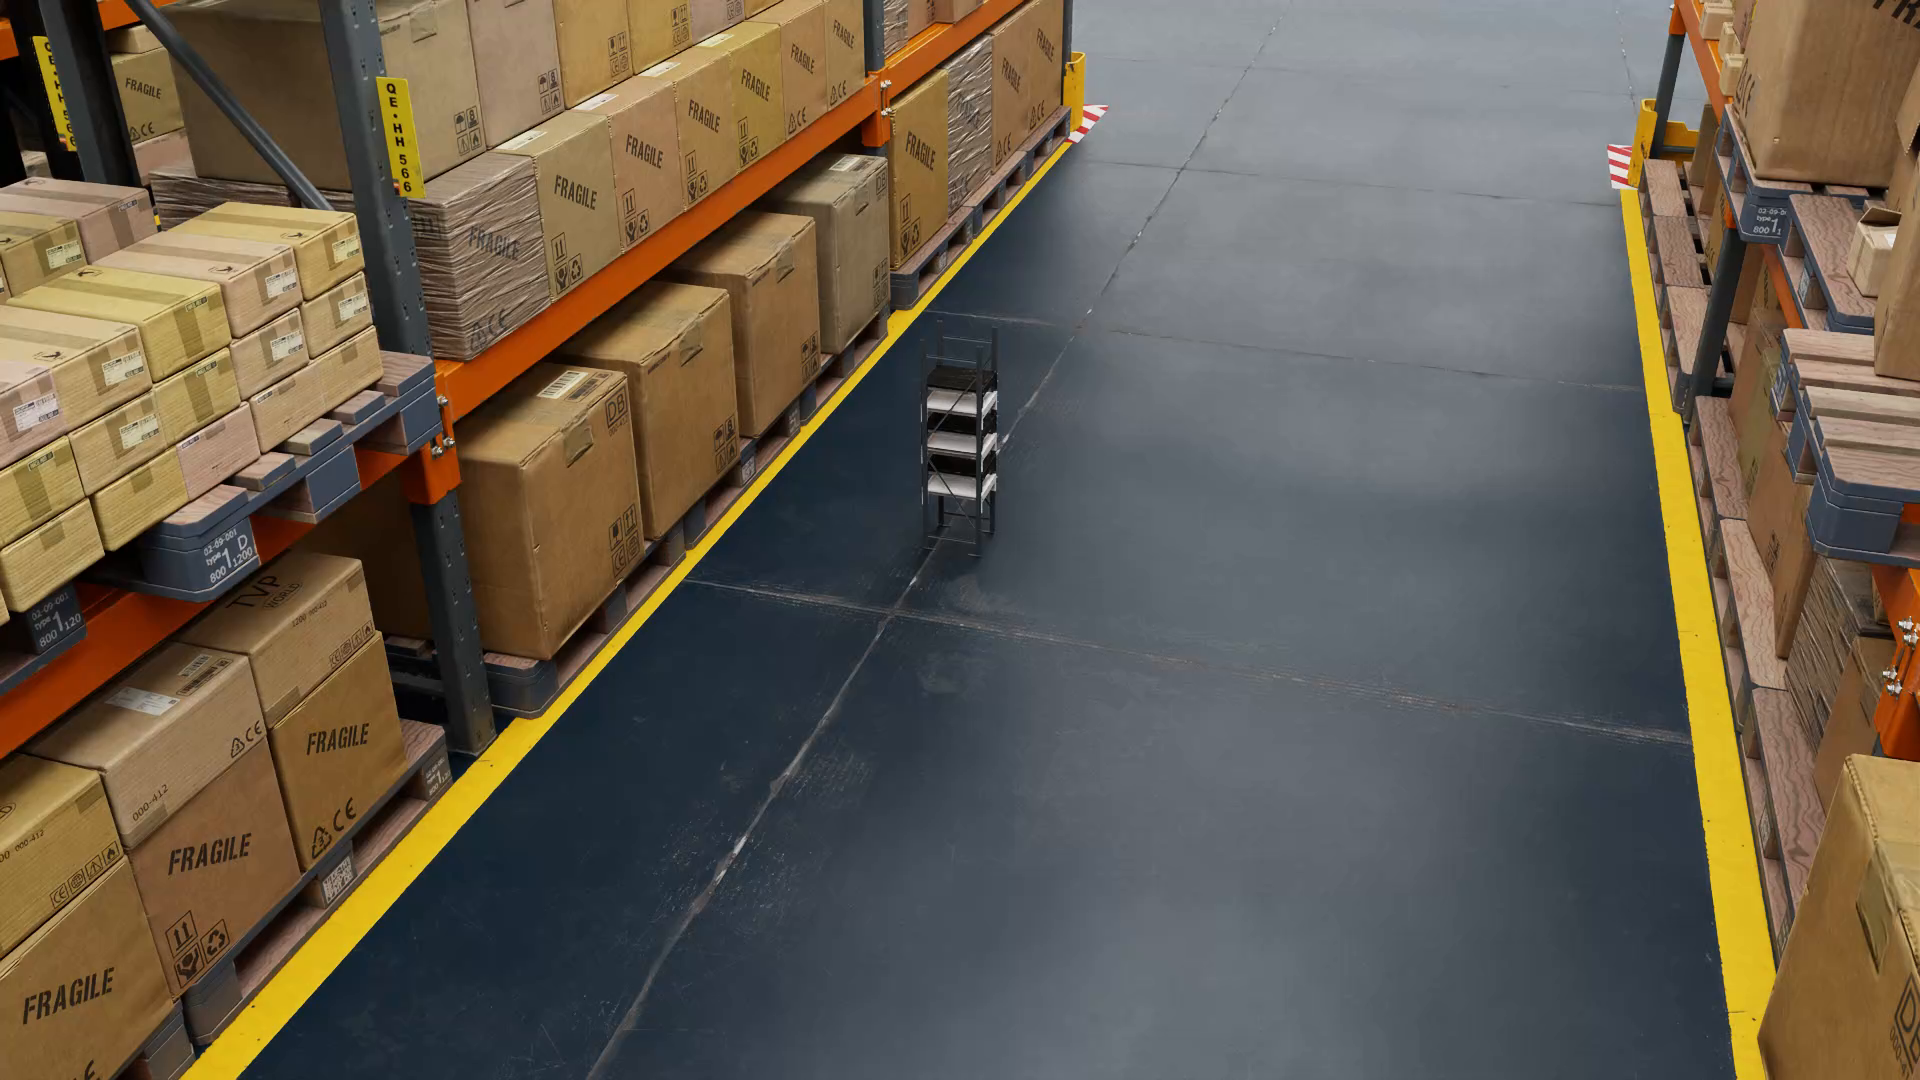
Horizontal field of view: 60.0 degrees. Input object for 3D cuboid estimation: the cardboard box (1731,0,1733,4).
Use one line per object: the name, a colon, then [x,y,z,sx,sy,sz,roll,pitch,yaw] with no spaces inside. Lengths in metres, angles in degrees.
cardboard box: [4.611,-3.100,8.829,0.875,0.500,0.500,8,30,15]

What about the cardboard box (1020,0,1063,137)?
cardboard box: [0.171,-3.339,11.421,0.875,0.875,0.875,9,30,15]

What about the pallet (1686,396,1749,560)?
pallet: [3.618,-0.214,6.918,1.003,0.211,1.213,8,30,15]

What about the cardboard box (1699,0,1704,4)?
cardboard box: [4.528,-3.218,9.708,0.380,0.149,0.250,8,30,15]

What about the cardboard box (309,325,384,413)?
cardboard box: [-1.746,-0.470,4.335,0.380,0.149,0.250,9,30,16]

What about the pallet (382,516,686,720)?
pallet: [-1.738,0.172,6.224,1.003,0.211,1.213,8,30,15]

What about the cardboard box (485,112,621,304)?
cardboard box: [-1.505,-1.141,5.613,0.500,0.500,0.500,8,30,14]

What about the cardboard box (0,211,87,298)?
cardboard box: [-2.438,-0.712,4.159,0.380,0.149,0.250,8,30,14]

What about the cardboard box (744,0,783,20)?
cardboard box: [-1.156,-2.560,7.134,0.700,0.500,0.500,8,30,14]

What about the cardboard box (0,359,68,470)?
cardboard box: [-2.051,-0.257,3.342,0.380,0.149,0.250,9,30,15]

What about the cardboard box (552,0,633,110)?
cardboard box: [-1.604,-1.853,5.864,0.700,0.500,0.500,8,30,14]

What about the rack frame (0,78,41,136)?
rack frame: [-5.629,-3.209,9.433,1.000,3.000,0.127,8,30,15]

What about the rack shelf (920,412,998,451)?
rack shelf: [-0.002,-0.439,6.497,0.258,0.077,0.200,8,30,15]

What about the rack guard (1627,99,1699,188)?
rack guard: [4.997,-2.526,10.777,1.175,0.500,0.348,8,30,15]

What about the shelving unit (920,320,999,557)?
shelving unit: [-0.002,-0.389,6.524,0.258,0.900,0.210,8,30,15]

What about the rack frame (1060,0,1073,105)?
rack frame: [0.307,-4.409,11.590,1.000,3.000,0.127,8,30,15]

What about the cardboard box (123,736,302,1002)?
cardboard box: [-2.140,0.802,4.362,0.500,0.500,0.500,10,31,17]

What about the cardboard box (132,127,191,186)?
cardboard box: [-5.197,-2.427,10.423,0.500,0.250,0.500,7,30,13]

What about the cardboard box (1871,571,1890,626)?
cardboard box: [2.985,0.073,4.881,0.500,0.250,0.500,12,31,20]

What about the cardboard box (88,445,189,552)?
cardboard box: [-1.973,-0.120,3.706,0.380,0.149,0.250,8,30,14]

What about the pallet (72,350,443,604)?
pallet: [-2.148,-0.261,4.330,1.213,0.211,1.003,8,30,15]

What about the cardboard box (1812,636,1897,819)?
cardboard box: [2.848,0.650,4.615,0.700,0.500,0.500,7,30,12]

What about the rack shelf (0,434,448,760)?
rack shelf: [-2.628,0.553,3.411,1.077,0.370,4.000,8,30,15]

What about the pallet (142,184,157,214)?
pallet: [-5.465,-2.308,10.681,1.003,0.211,1.213,8,30,15]

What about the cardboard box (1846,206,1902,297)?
cardboard box: [2.902,-0.874,4.943,0.396,0.266,0.258,8,30,13]

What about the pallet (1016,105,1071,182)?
pallet: [0.147,-2.807,11.579,1.003,0.211,1.213,8,30,15]

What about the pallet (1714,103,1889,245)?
pallet: [3.482,-1.377,6.337,1.003,0.211,1.213,8,30,15]

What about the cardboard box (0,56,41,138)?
cardboard box: [-5.711,-2.832,10.380,0.500,0.500,0.500,8,30,14]

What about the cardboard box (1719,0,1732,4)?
cardboard box: [4.347,-2.864,9.071,0.380,0.149,0.250,8,30,15]

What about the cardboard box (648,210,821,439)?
cardboard box: [-1.250,-1.001,7.346,1.050,0.750,0.750,8,30,15]

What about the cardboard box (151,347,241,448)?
cardboard box: [-1.902,-0.353,3.820,0.380,0.149,0.250,9,30,16]

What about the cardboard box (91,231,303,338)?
cardboard box: [-1.823,-0.615,3.985,0.380,0.149,0.250,8,30,14]

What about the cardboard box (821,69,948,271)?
cardboard box: [-0.615,-2.087,9.170,0.875,0.875,0.875,9,30,16]

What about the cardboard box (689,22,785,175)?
cardboard box: [-1.061,-1.843,6.875,0.500,0.500,0.500,9,30,15]

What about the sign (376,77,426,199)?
sign: [-1.519,-1.089,4.513,0.100,0.325,0.005,8,30,15]

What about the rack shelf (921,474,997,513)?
rack shelf: [-0.002,-0.203,6.628,0.258,0.077,0.200,8,30,15]

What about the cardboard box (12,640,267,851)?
cardboard box: [-2.129,0.482,4.166,0.500,0.250,0.500,9,30,16]

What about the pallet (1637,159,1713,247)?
pallet: [4.724,-2.028,10.178,1.003,0.211,1.213,8,30,15]

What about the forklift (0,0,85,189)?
forklift: [-3.340,-1.226,5.940,1.130,2.935,3.031,9,30,15]

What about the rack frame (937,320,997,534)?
rack frame: [0.027,-0.437,6.609,0.240,0.900,0.006,8,30,15]

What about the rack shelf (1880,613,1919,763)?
rack shelf: [2.084,1.308,2.054,1.077,0.370,4.000,8,30,15]

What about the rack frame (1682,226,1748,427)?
rack frame: [3.845,-1.795,6.891,1.000,3.000,0.127,8,30,15]

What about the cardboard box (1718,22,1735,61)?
cardboard box: [4.081,-2.522,8.457,0.380,0.149,0.250,8,30,15]

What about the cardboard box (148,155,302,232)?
cardboard box: [-2.166,-0.982,5.327,0.500,0.500,0.500,8,30,15]

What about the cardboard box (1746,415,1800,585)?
cardboard box: [3.322,-0.134,6.023,0.700,0.500,0.500,6,30,11]

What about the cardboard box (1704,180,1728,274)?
cardboard box: [4.269,-1.633,8.740,0.500,0.500,0.500,6,30,10]

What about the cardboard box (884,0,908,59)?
cardboard box: [-0.770,-2.788,8.523,0.875,0.550,0.550,8,30,15]
